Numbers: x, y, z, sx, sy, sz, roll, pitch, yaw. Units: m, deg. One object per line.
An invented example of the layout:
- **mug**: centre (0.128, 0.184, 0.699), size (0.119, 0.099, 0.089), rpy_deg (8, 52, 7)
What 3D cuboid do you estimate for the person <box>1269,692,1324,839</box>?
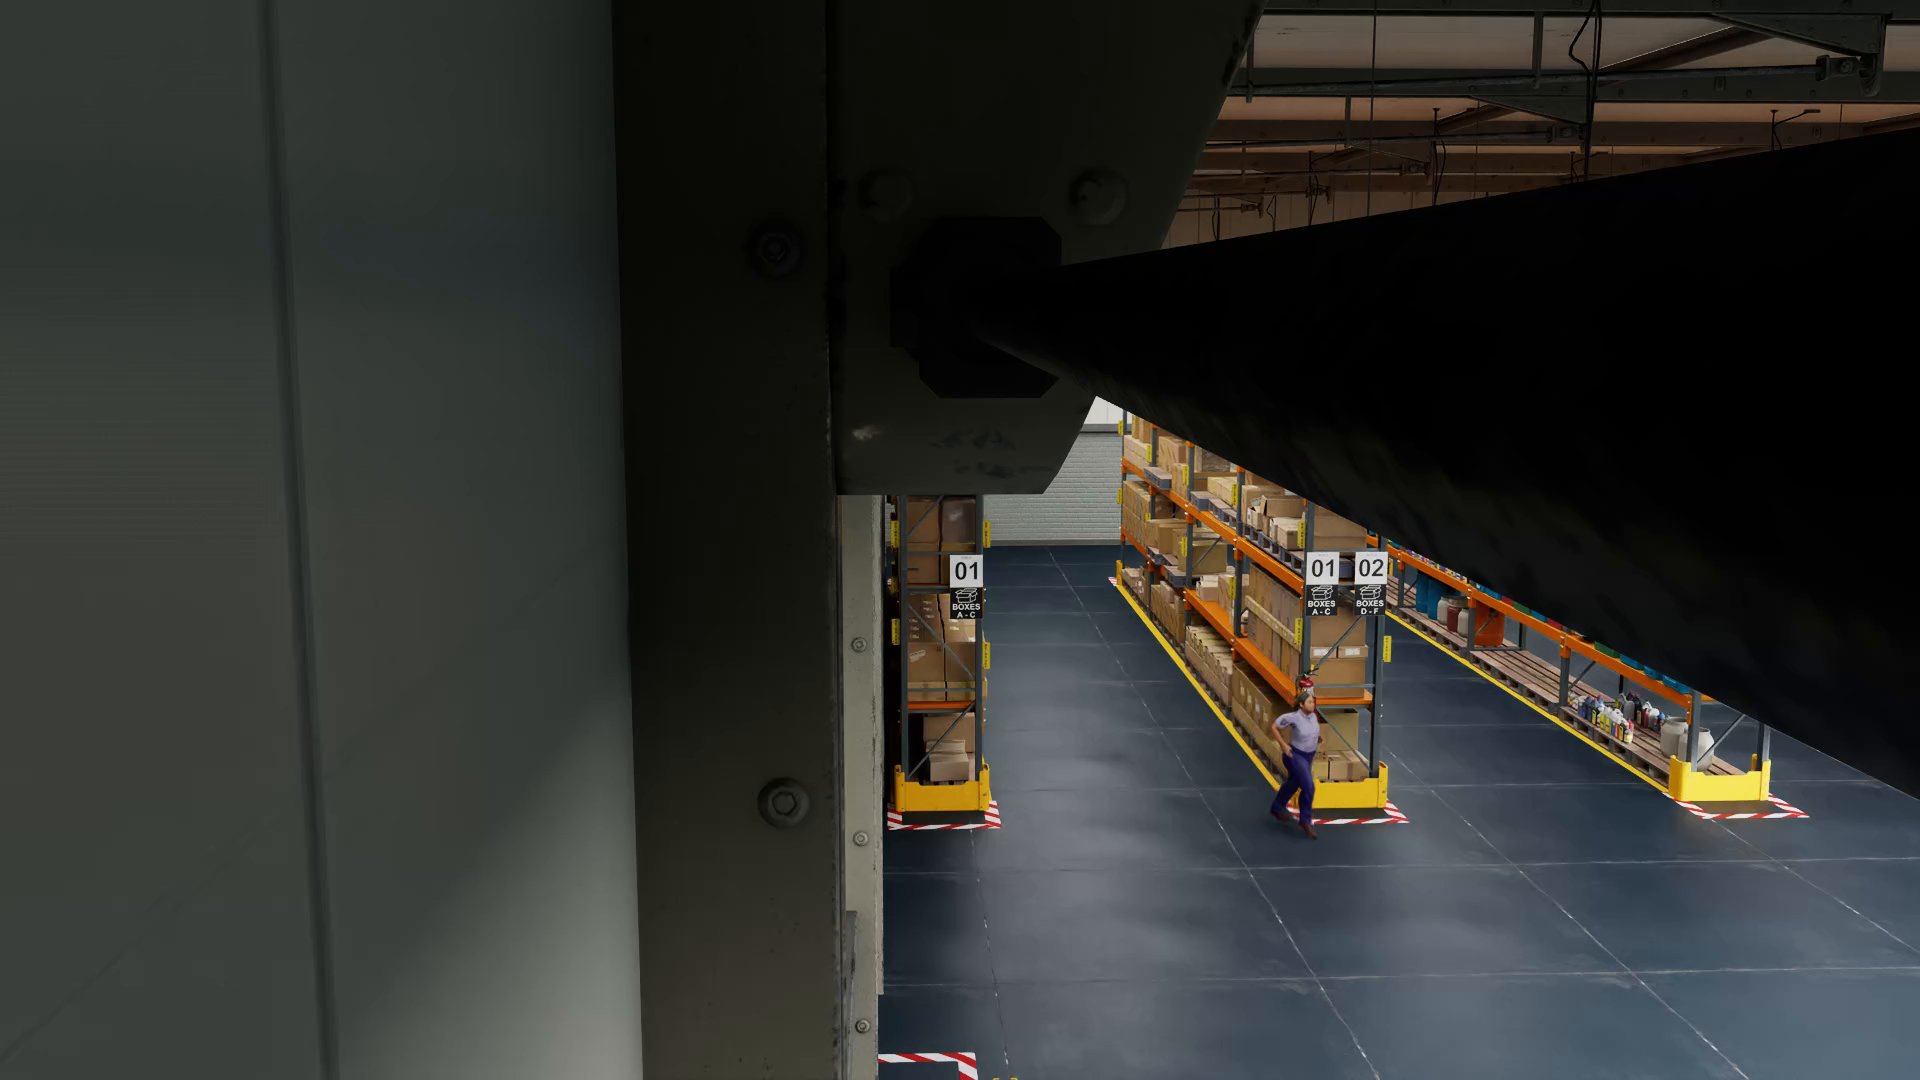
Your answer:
- **person**: centre (4.009, 2.623, 19.690), size (0.757, 1.661, 0.599), rpy_deg (8, 12, 44)
